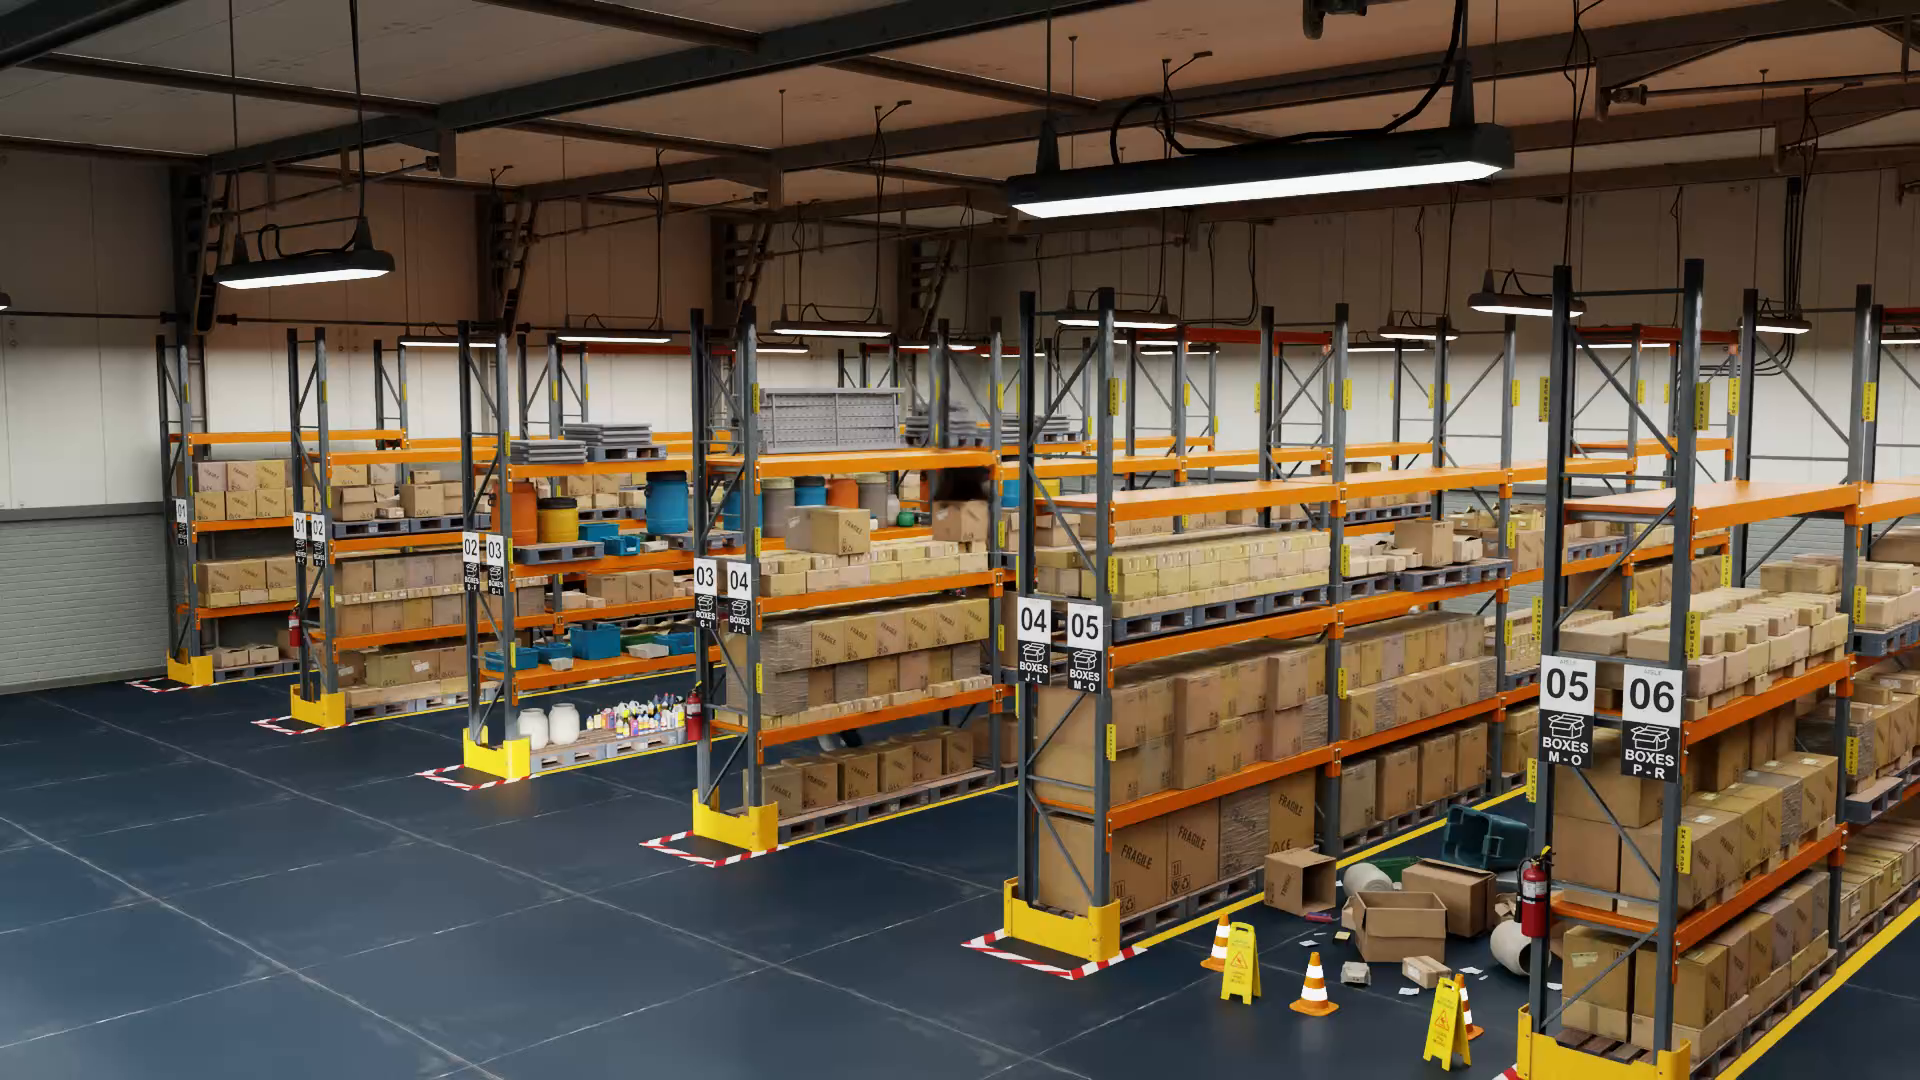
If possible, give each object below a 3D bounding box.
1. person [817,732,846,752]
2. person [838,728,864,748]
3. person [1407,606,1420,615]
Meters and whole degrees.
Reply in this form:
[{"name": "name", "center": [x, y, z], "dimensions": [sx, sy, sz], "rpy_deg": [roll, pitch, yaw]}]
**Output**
[{"name": "person", "center": [-1.792, 2.203, 22.726], "dimensions": [0.705, 1.715, 0.801], "rpy_deg": [3, 6, 33]}, {"name": "person", "center": [-1.471, 2.273, 22.324], "dimensions": [0.667, 1.604, 0.508], "rpy_deg": [-5, 7, -42]}, {"name": "person", "center": [7.332, 1.872, 26.739], "dimensions": [0.606, 1.663, 0.919], "rpy_deg": [4, 7, 39]}]
